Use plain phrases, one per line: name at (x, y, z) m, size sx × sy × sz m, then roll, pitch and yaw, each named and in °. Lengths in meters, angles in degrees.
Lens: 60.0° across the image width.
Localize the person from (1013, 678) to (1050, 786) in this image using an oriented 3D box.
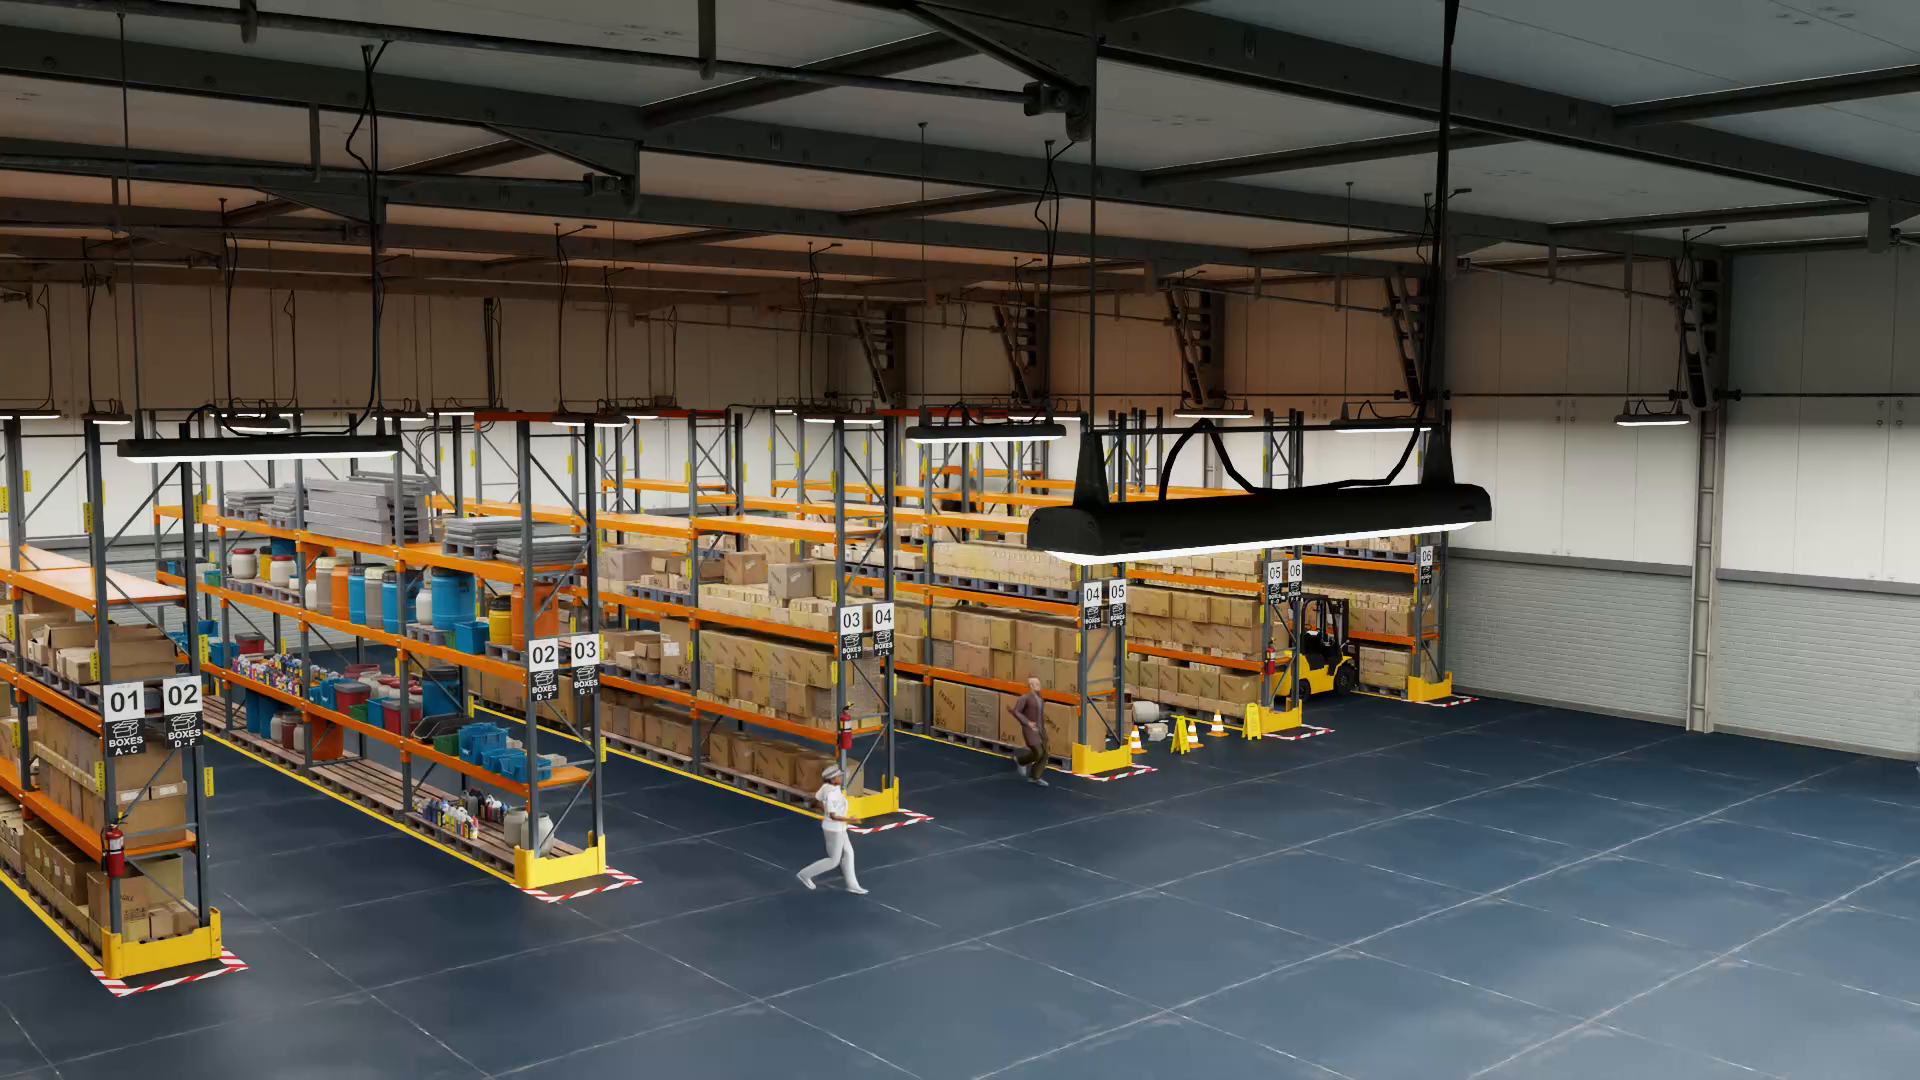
person at (1.167, 3.103, 27.040) m, size 0.621 × 1.751 × 0.747 m, roll 4°, pitch 7°, yaw 41°

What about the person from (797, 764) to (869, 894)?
person at (-1.610, 3.660, 20.954) m, size 0.914 × 1.700 × 0.591 m, roll -1°, pitch 5°, yaw -10°

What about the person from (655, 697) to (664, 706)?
person at (-5.948, 2.661, 32.789) m, size 0.508 × 1.558 × 0.586 m, roll -4°, pitch 7°, yaw -40°
